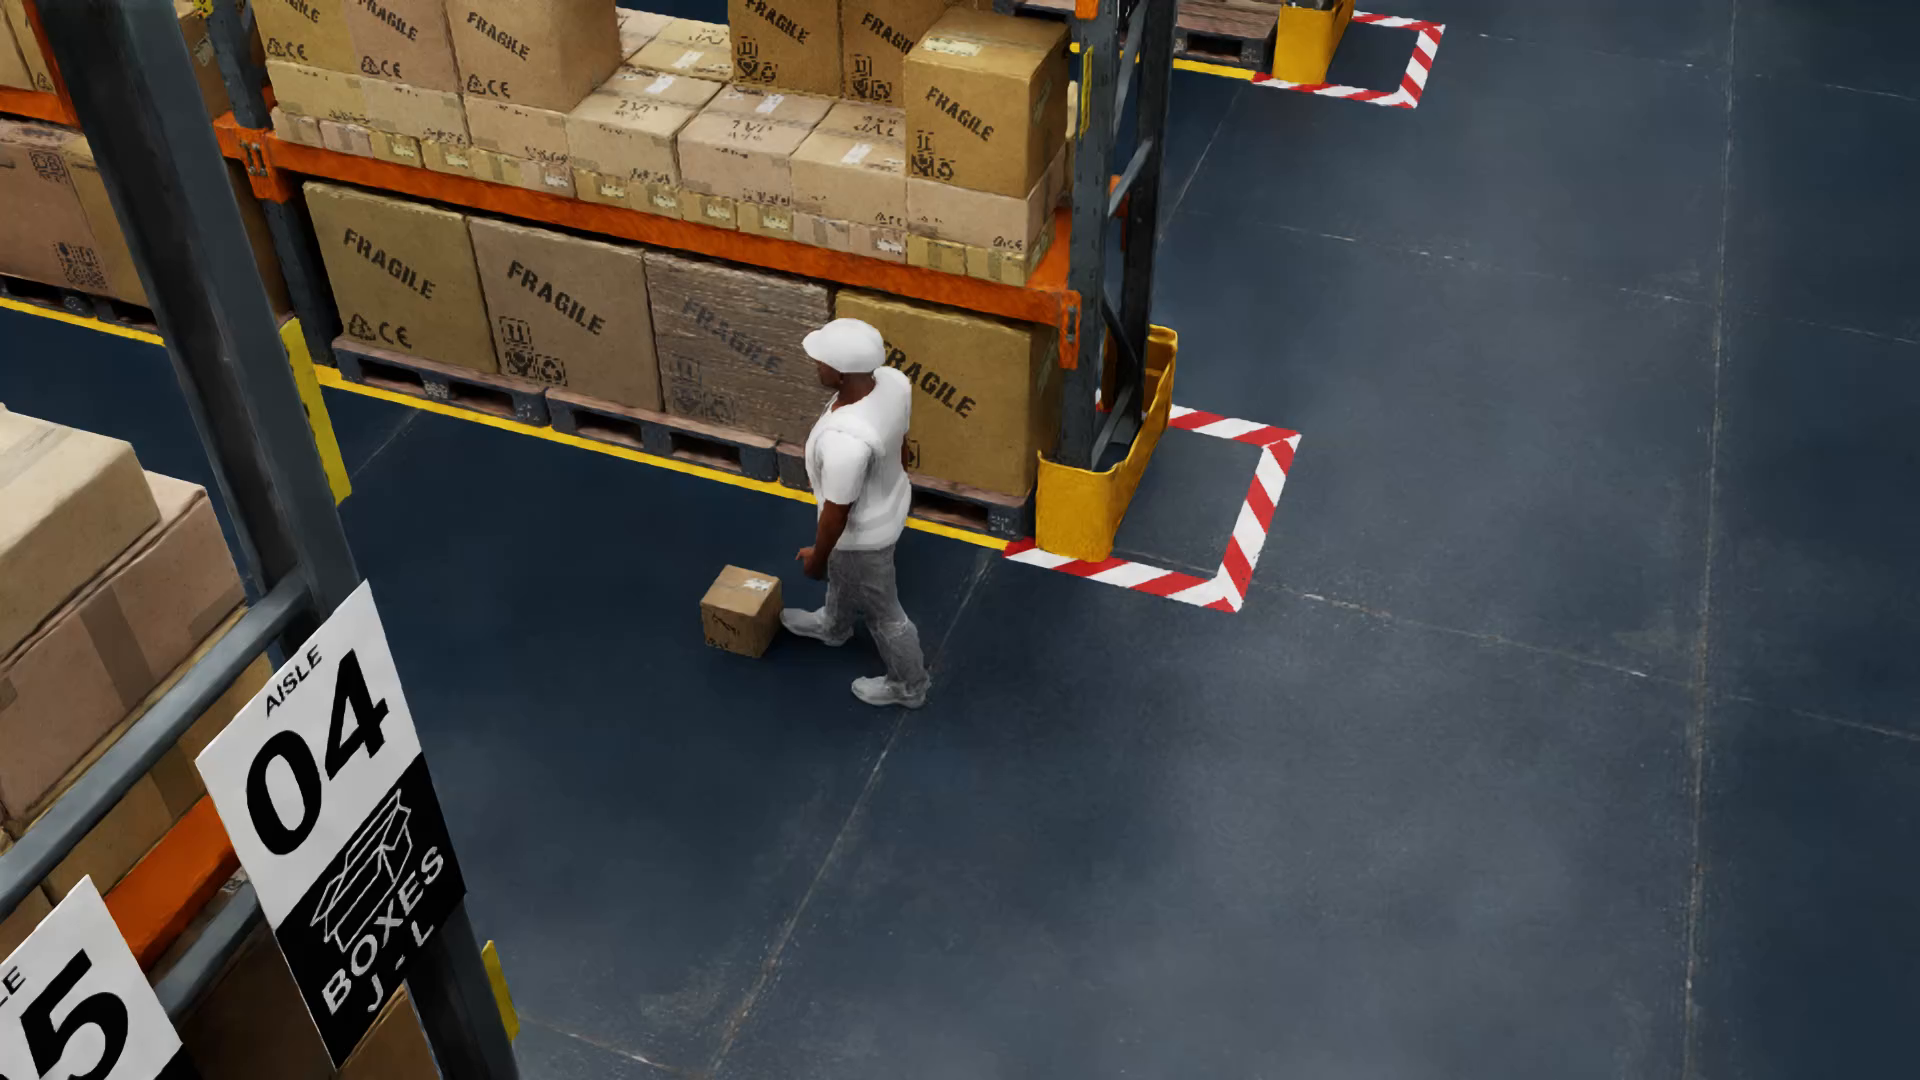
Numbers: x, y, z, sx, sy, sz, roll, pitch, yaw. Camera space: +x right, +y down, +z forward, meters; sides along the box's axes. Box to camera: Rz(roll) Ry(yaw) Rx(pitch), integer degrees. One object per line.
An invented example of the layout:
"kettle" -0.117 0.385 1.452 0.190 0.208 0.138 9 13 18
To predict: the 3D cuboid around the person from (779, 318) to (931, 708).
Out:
"person" -0.459 -0.100 6.244 0.722 1.750 0.562 9 42 10
